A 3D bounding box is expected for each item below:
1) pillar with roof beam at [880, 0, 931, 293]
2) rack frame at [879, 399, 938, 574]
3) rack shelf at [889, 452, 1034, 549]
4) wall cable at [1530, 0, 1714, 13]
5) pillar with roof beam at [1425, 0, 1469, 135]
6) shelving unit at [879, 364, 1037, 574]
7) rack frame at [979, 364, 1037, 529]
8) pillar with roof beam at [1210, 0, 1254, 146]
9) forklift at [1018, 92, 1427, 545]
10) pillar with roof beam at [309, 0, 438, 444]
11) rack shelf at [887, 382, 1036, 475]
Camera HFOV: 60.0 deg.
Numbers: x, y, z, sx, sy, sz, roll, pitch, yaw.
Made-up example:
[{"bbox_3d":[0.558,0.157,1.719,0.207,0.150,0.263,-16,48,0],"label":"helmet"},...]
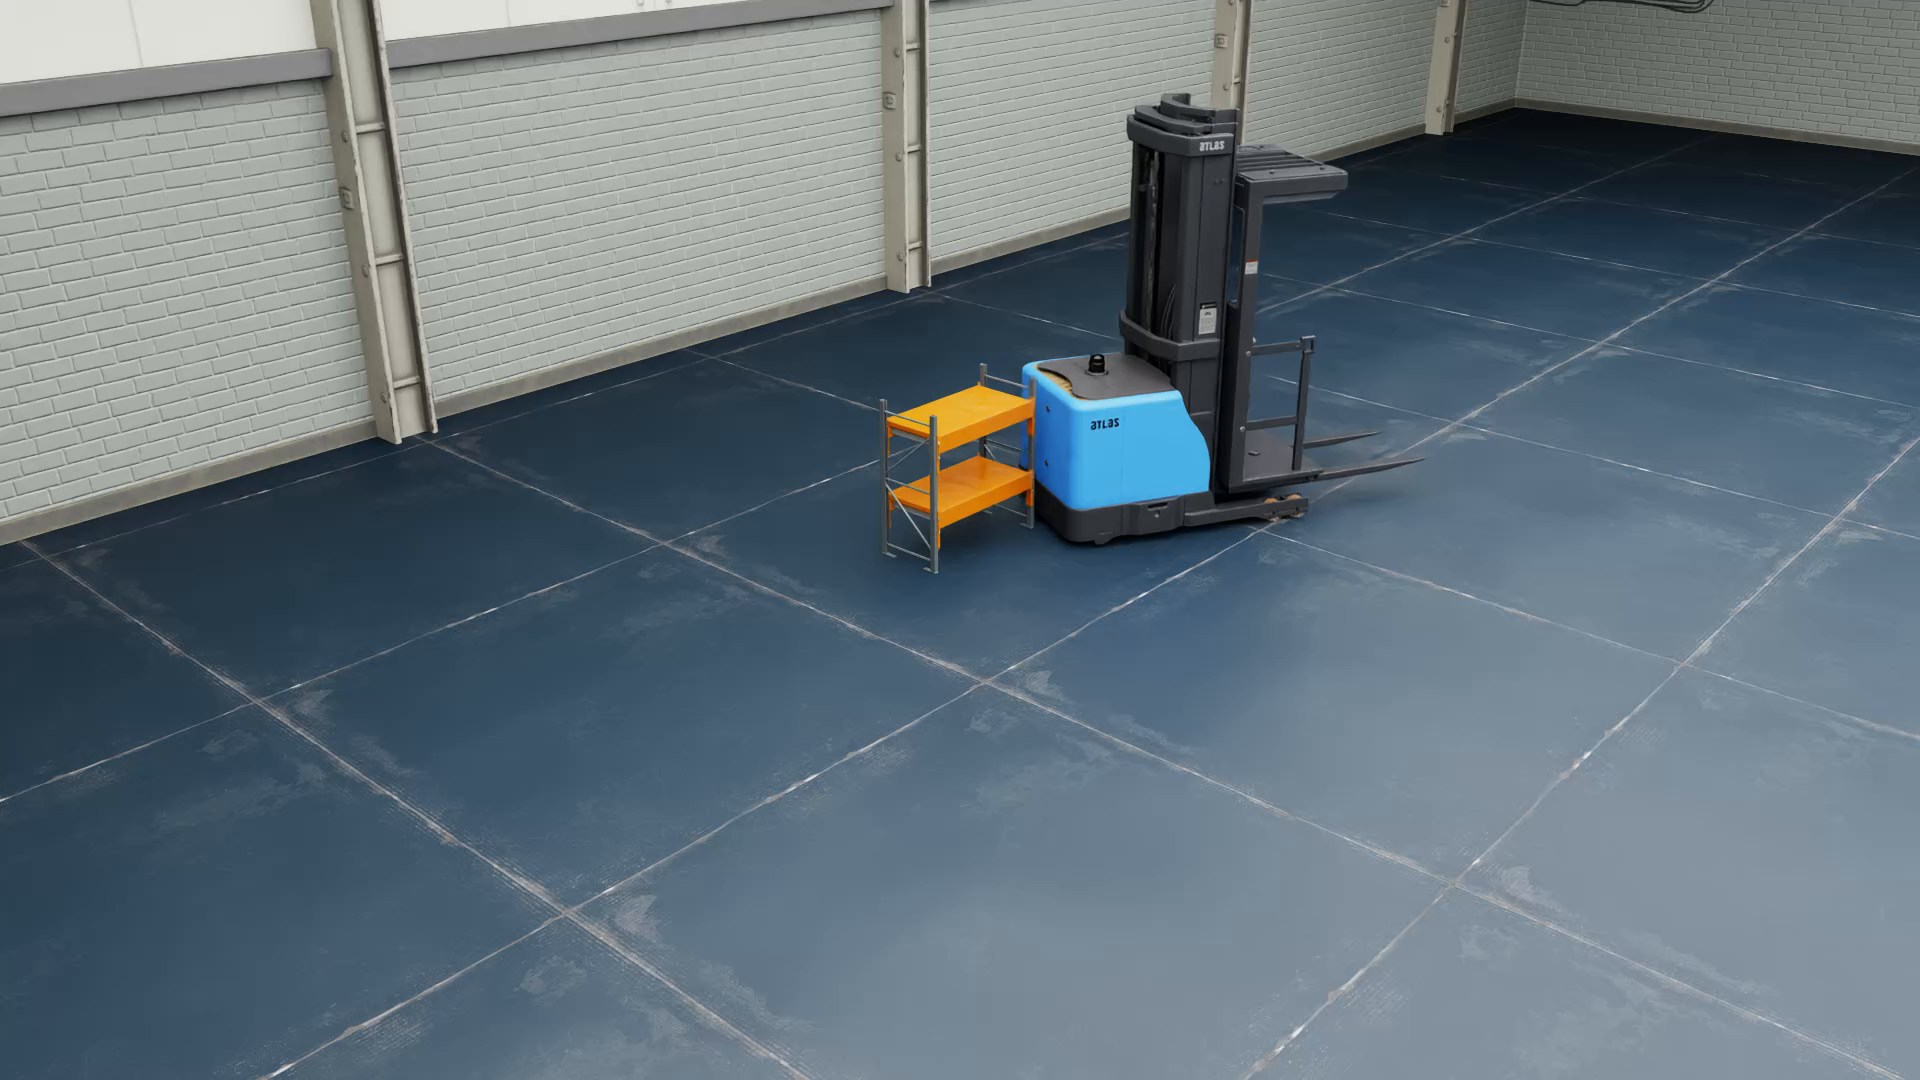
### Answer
[{"bbox_3d":[2.654,-5.637,13.324,9.100,9.000,0.400,20,31,38],"label":"pillar with roof beam"},{"bbox_3d":[-0.344,-0.356,11.170,0.500,1.125,0.032,20,31,38],"label":"rack frame"},{"bbox_3d":[-0.005,-0.288,11.615,0.538,0.278,1.000,20,31,38],"label":"rack shelf"},{"bbox_3d":[10.408,-9.589,25.932,3.097,2.526,0.112,20,31,38],"label":"wall cable"},{"bbox_3d":[10.663,-9.293,21.478,9.100,9.000,0.400,20,31,38],"label":"pillar with roof beam"},{"bbox_3d":[-0.005,-0.511,11.515,0.538,1.125,1.048,20,31,38],"label":"shelving unit"},{"bbox_3d":[0.335,-0.666,11.861,0.500,1.125,0.032,20,31,38],"label":"rack frame"},{"bbox_3d":[6.658,-7.465,17.401,9.100,9.000,0.400,20,31,38],"label":"pillar with roof beam"},{"bbox_3d":[2.002,-1.664,11.878,3.031,2.935,1.130,-9,26,-19],"label":"forklift"},{"bbox_3d":[-1.351,-3.809,9.247,9.100,9.000,0.400,20,31,38],"label":"pillar with roof beam"},{"bbox_3d":[-0.005,-0.778,11.396,0.538,0.278,1.000,20,31,38],"label":"rack shelf"}]
